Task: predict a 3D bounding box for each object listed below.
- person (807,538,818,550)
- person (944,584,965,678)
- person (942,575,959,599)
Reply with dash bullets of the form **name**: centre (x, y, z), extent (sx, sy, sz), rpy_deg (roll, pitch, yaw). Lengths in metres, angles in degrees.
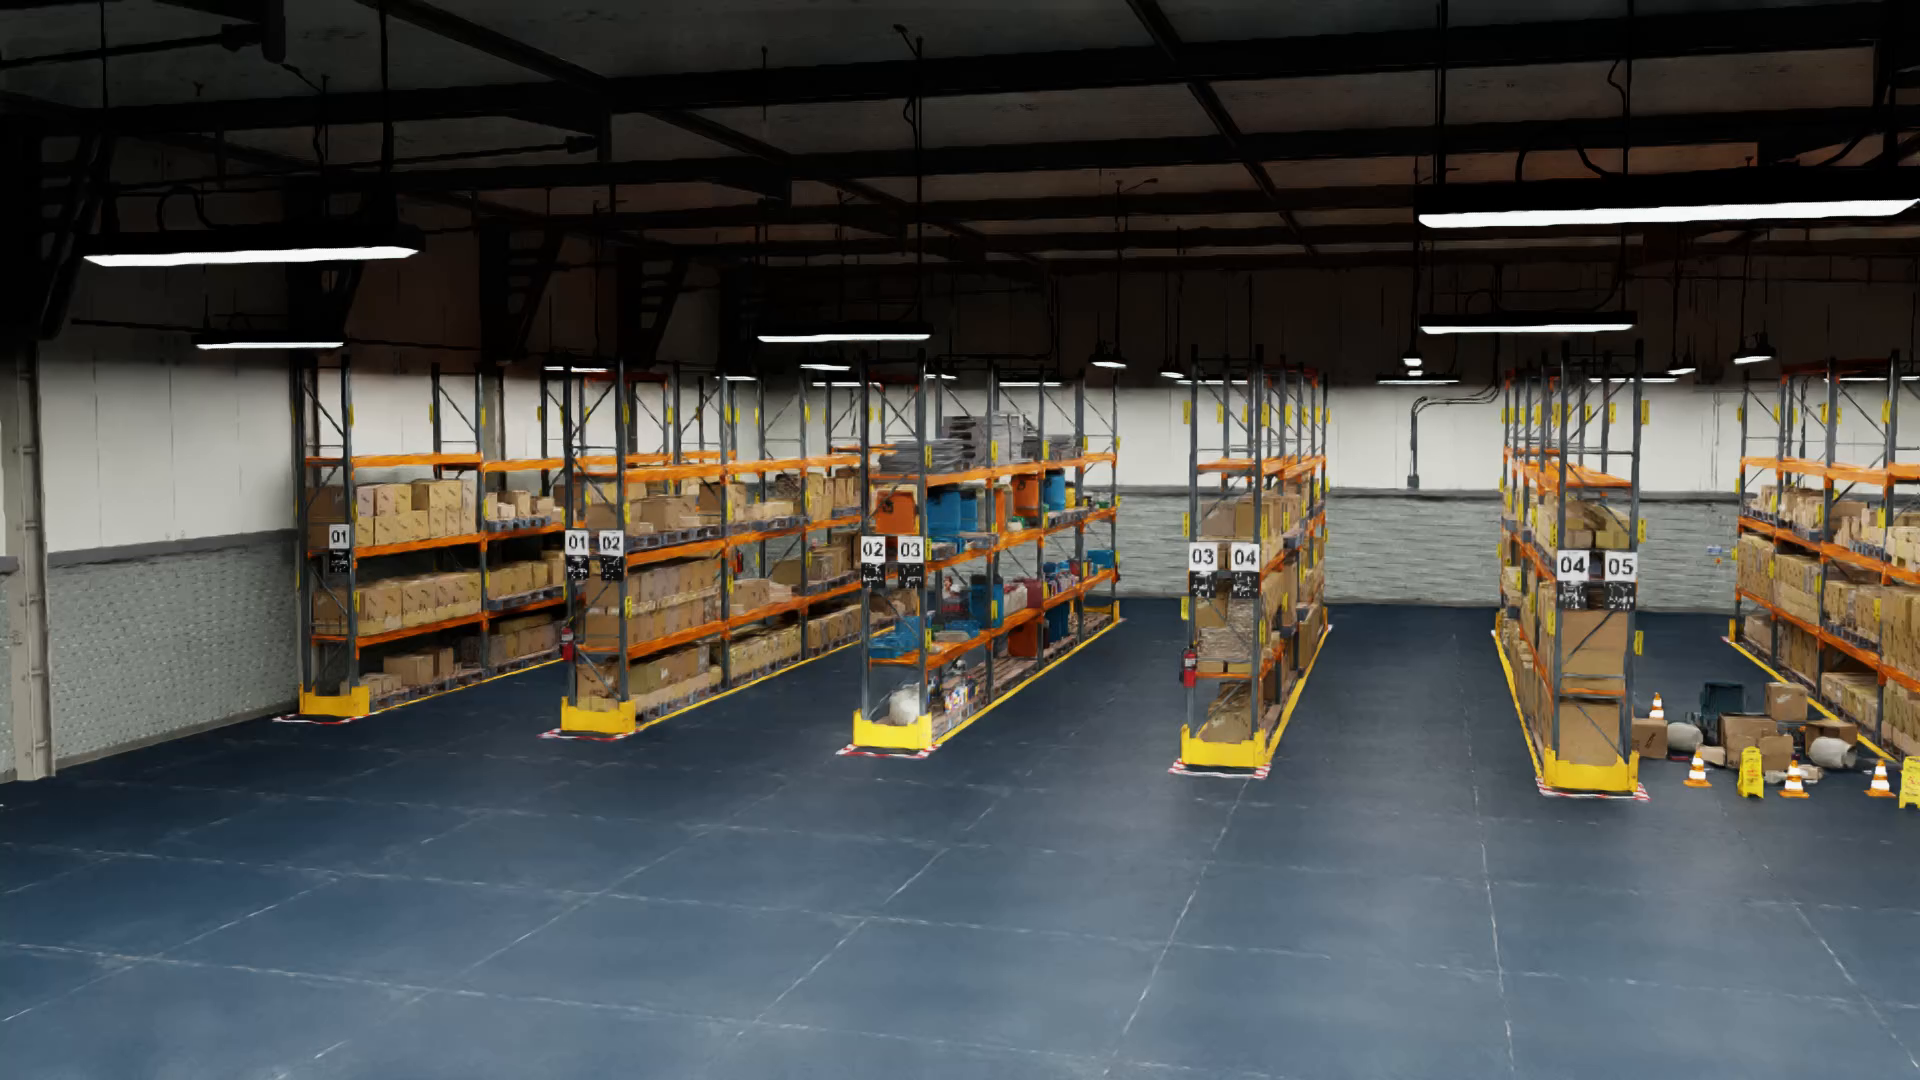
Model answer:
- **person**: centre (-3.874, 0.797, 44.532), extent (0.588, 1.700, 1.194), rpy_deg (1, 4, 14)
- **person**: centre (-0.098, 1.722, 31.687), extent (0.575, 1.786, 0.680), rpy_deg (2, 5, 26)
- **person**: centre (-0.254, 1.558, 35.430), extent (0.446, 1.545, 1.099), rpy_deg (1, 4, 18)
